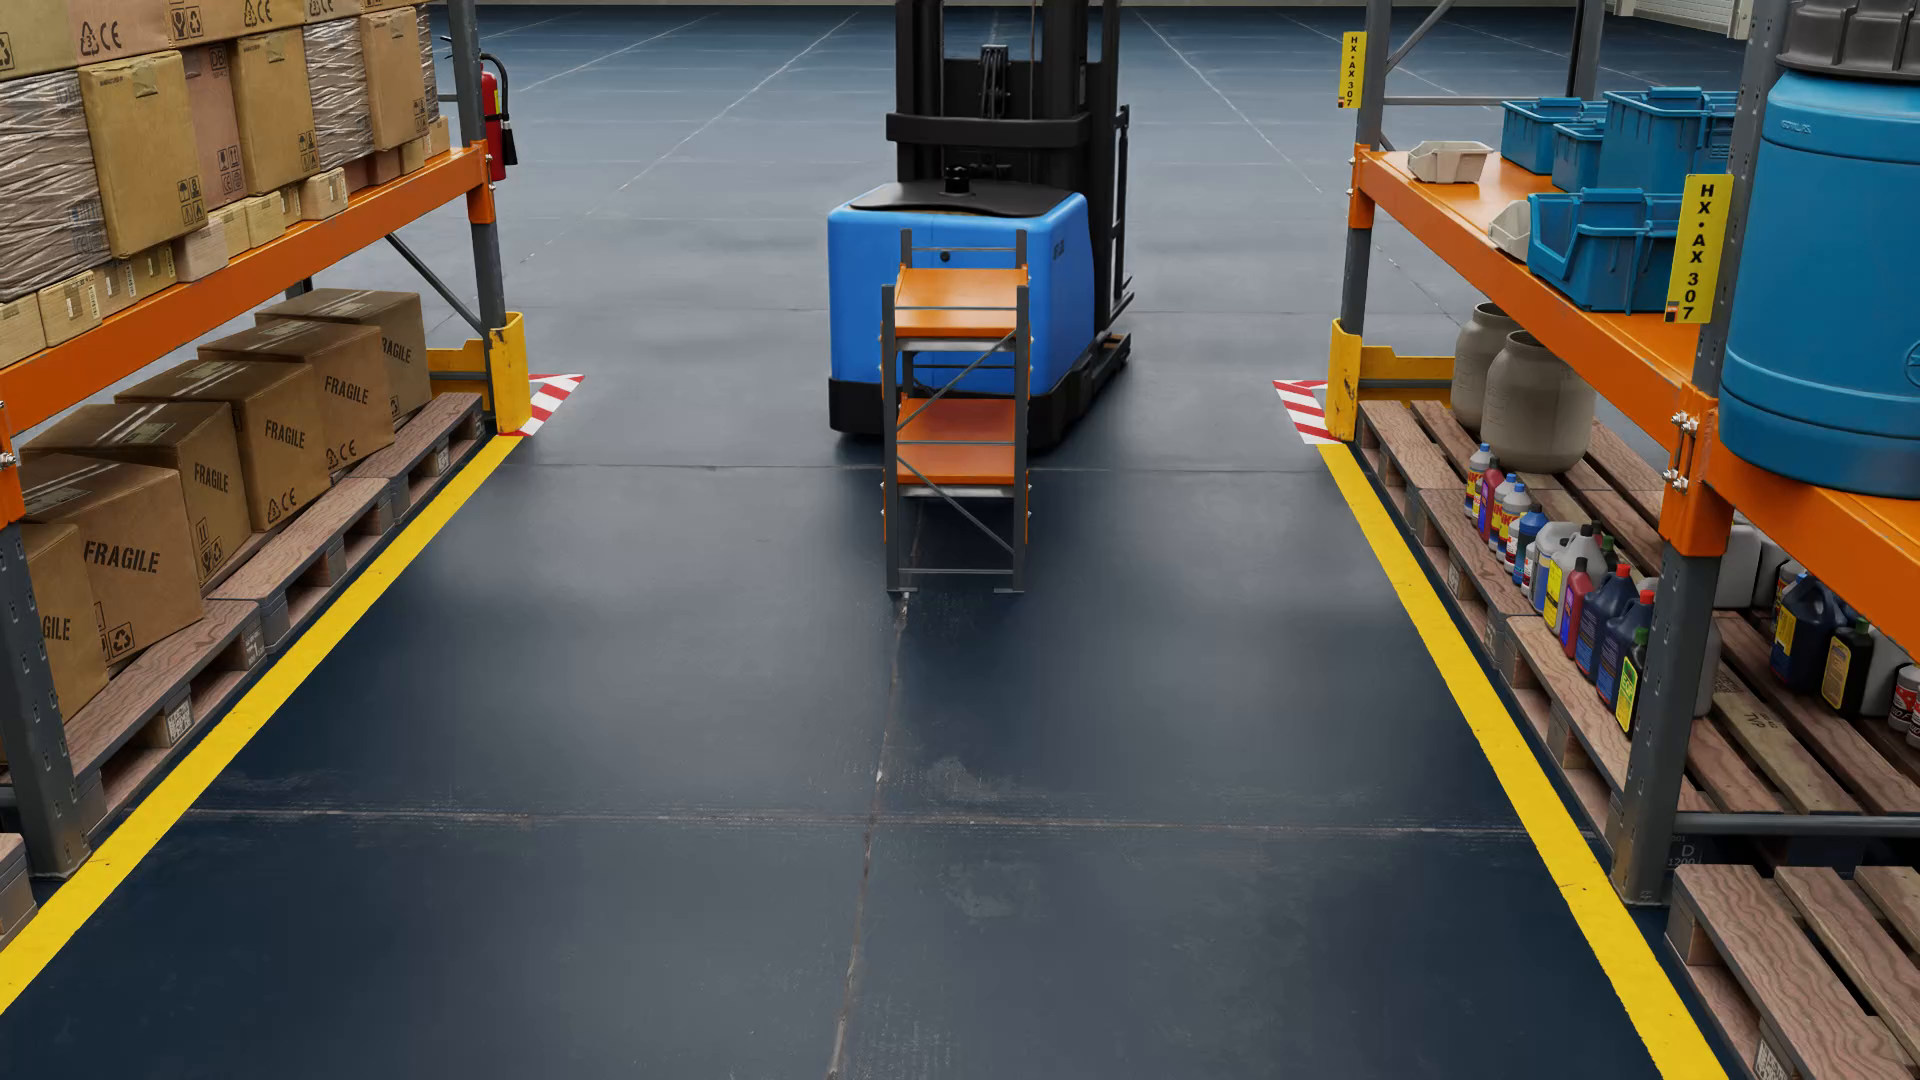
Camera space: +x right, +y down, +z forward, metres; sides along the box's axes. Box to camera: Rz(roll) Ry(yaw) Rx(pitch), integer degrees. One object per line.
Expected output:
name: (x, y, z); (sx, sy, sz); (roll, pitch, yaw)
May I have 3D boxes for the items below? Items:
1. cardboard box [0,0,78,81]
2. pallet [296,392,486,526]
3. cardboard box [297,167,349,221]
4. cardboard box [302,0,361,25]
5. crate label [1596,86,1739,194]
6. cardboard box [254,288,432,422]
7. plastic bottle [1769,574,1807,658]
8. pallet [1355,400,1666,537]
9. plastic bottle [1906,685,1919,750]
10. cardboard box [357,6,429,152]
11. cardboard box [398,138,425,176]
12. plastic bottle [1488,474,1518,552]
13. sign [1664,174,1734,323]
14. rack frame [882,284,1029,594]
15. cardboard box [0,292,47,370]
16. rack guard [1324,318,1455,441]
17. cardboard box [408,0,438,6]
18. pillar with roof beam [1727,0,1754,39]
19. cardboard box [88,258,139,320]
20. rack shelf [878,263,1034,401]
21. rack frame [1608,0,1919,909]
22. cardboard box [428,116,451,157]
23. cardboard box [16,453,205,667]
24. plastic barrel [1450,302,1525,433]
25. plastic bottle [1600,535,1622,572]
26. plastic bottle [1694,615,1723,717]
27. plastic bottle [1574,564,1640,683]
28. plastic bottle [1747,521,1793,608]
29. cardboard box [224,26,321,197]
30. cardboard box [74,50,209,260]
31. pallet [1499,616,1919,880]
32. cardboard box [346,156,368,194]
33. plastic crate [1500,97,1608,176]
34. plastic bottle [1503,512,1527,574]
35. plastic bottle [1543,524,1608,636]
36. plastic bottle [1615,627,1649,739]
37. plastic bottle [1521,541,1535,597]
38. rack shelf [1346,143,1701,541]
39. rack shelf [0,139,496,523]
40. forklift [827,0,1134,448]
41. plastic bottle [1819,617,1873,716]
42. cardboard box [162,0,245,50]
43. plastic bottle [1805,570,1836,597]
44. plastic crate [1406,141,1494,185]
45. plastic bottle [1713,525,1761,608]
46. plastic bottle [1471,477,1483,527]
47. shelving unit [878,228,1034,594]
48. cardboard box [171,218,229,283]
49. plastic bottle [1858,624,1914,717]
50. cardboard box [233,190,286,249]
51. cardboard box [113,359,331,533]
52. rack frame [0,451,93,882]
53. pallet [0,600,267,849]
cardboard box: (-2.520, -1.361, 3.957); (0.500, 0.500, 0.500); (1, 21, 2)
pallet: (-2.729, -0.375, 7.203); (1.003, 0.211, 1.213); (1, 21, 2)
cardboard box: (-2.409, -1.230, 5.898); (0.380, 0.149, 0.250); (1, 21, 2)
cardboard box: (-2.463, -2.084, 5.821); (0.500, 0.500, 0.500); (1, 21, 2)
crate label: (2.499, -1.289, 5.655); (0.502, 0.435, 0.616); (1, 21, 2)
cardboard box: (-2.702, -0.800, 7.320); (0.500, 0.500, 0.500); (5, 22, 12)
plastic bottle: (2.486, 0.231, 4.950); (0.097, 0.271, 0.097); (0, 21, 0)
pallet: (2.299, -0.319, 7.060); (1.003, 0.211, 1.213); (1, 21, 2)
plastic bottle: (2.614, 0.458, 4.463); (0.097, 0.201, 0.097); (0, 21, 0)
cardboard box: (-2.606, -1.800, 6.472); (0.875, 0.500, 0.500); (1, 21, 2)
cardboard box: (-2.433, -1.592, 6.832); (0.380, 0.149, 0.250); (1, 21, 2)
plastic bottle: (1.907, -0.098, 5.799); (0.097, 0.271, 0.097); (0, 21, 0)
sign: (1.613, -0.634, 3.633); (0.100, 0.325, 0.005); (1, 21, 2)
rack frame: (-0.016, -0.338, 5.845); (0.500, 1.125, 0.032); (1, 21, 2)
cardboard box: (-2.481, -0.507, 4.035); (0.380, 0.149, 0.250); (1, 21, 2)
rack guard: (2.329, -0.748, 7.765); (1.175, 0.500, 0.348); (1, 21, 2)
cardboard box: (-2.436, -2.445, 6.753); (0.500, 0.500, 0.500); (1, 21, 2)
pillar with roof beam: (9.457, -13.091, 27.828); (9.100, 9.000, 0.400); (1, 21, 2)
cardboard box: (-2.480, -0.687, 4.501); (0.380, 0.149, 0.250); (1, 21, 2)
rack shelf: (0.000, -0.795, 6.213); (0.538, 0.278, 1.000); (1, 21, 2)
rack frame: (2.163, -0.495, 3.657); (1.000, 3.000, 0.127); (1, 21, 2)
cardboard box: (-2.469, -1.773, 7.299); (0.380, 0.149, 0.250); (1, 21, 2)
cardboard box: (-2.726, 0.069, 5.079); (0.500, 0.500, 0.500); (8, 22, 19)
plastic barrel: (2.341, -0.738, 7.143); (0.421, 0.512, 0.421); (0, 21, 0)
plastic bottle: (2.013, 0.136, 5.178); (0.061, 0.283, 0.133); (1, 21, 2)
plastic bottle: (2.038, 0.301, 4.661); (0.144, 0.351, 0.185); (1, 21, 2)
plastic bottle: (1.900, 0.230, 4.844); (0.144, 0.351, 0.185); (0, 21, -1)
plastic bottle: (2.621, 0.026, 5.369); (0.144, 0.351, 0.185); (0, 21, 1)
cardboard box: (-2.691, -1.439, 5.542); (0.875, 0.500, 0.500); (1, 21, 2)
cardboard box: (-2.662, -1.077, 4.608); (0.875, 0.500, 0.500); (1, 21, 2)
pallet: (2.225, 0.563, 4.786); (1.003, 0.211, 1.213); (1, 21, 2)
cardboard box: (-2.505, -1.412, 6.367); (0.380, 0.149, 0.250); (1, 21, 2)
plastic crate: (2.568, -1.687, 6.937); (0.499, 0.251, 0.616); (1, 21, 2)
plastic bottle: (1.901, 0.007, 5.626); (0.097, 0.201, 0.097); (0, 21, 0)
plastic bottle: (1.910, 0.113, 5.145); (0.144, 0.351, 0.185); (1, 21, 1)
plastic bottle: (1.848, 0.389, 4.527); (0.061, 0.283, 0.133); (2, 21, 4)
plastic bottle: (1.895, 0.081, 5.434); (0.097, 0.201, 0.097); (0, 21, 0)
rack shelf: (2.224, -0.882, 5.651); (1.077, 0.370, 4.000); (1, 21, 2)
rack shelf: (-2.727, -0.937, 5.792); (1.077, 0.370, 4.000); (1, 21, 2)
forklift: (0.294, -2.276, 8.343); (1.130, 2.935, 3.031); (6, 22, 15)
plastic bottle: (2.487, 0.338, 4.658); (0.061, 0.283, 0.133); (1, 21, 2)
cardboard box: (-2.491, -1.722, 4.889); (0.500, 0.500, 0.500); (1, 21, 2)
plastic bottle: (2.608, 0.180, 4.973); (0.144, 0.351, 0.185); (0, 21, -1)
plastic crate: (1.936, -1.498, 6.608); (0.298, 0.136, 0.250); (1, 21, 2)
plastic bottle: (2.472, 0.068, 5.364); (0.152, 0.276, 0.135); (1, 21, 2)
plastic bottle: (1.915, -0.152, 6.034); (0.097, 0.201, 0.097); (0, 21, 0)
shelving unit: (0.000, -0.522, 6.319); (0.538, 1.125, 1.048); (1, 21, 2)
cardboard box: (-2.433, -0.868, 4.966); (0.380, 0.149, 0.250); (1, 21, 2)
plastic bottle: (2.593, 0.342, 4.657); (0.152, 0.276, 0.135); (1, 21, 4)
cardboard box: (-2.448, -1.049, 5.433); (0.380, 0.149, 0.250); (1, 21, 2)
cardboard box: (-2.724, -0.358, 6.179); (0.500, 0.500, 0.500); (3, 21, 7)
rack frame: (-2.788, -0.549, 3.798); (1.000, 3.000, 0.127); (1, 21, 2)
pallet: (-2.803, 0.508, 4.929); (1.003, 0.211, 1.213); (1, 21, 2)
